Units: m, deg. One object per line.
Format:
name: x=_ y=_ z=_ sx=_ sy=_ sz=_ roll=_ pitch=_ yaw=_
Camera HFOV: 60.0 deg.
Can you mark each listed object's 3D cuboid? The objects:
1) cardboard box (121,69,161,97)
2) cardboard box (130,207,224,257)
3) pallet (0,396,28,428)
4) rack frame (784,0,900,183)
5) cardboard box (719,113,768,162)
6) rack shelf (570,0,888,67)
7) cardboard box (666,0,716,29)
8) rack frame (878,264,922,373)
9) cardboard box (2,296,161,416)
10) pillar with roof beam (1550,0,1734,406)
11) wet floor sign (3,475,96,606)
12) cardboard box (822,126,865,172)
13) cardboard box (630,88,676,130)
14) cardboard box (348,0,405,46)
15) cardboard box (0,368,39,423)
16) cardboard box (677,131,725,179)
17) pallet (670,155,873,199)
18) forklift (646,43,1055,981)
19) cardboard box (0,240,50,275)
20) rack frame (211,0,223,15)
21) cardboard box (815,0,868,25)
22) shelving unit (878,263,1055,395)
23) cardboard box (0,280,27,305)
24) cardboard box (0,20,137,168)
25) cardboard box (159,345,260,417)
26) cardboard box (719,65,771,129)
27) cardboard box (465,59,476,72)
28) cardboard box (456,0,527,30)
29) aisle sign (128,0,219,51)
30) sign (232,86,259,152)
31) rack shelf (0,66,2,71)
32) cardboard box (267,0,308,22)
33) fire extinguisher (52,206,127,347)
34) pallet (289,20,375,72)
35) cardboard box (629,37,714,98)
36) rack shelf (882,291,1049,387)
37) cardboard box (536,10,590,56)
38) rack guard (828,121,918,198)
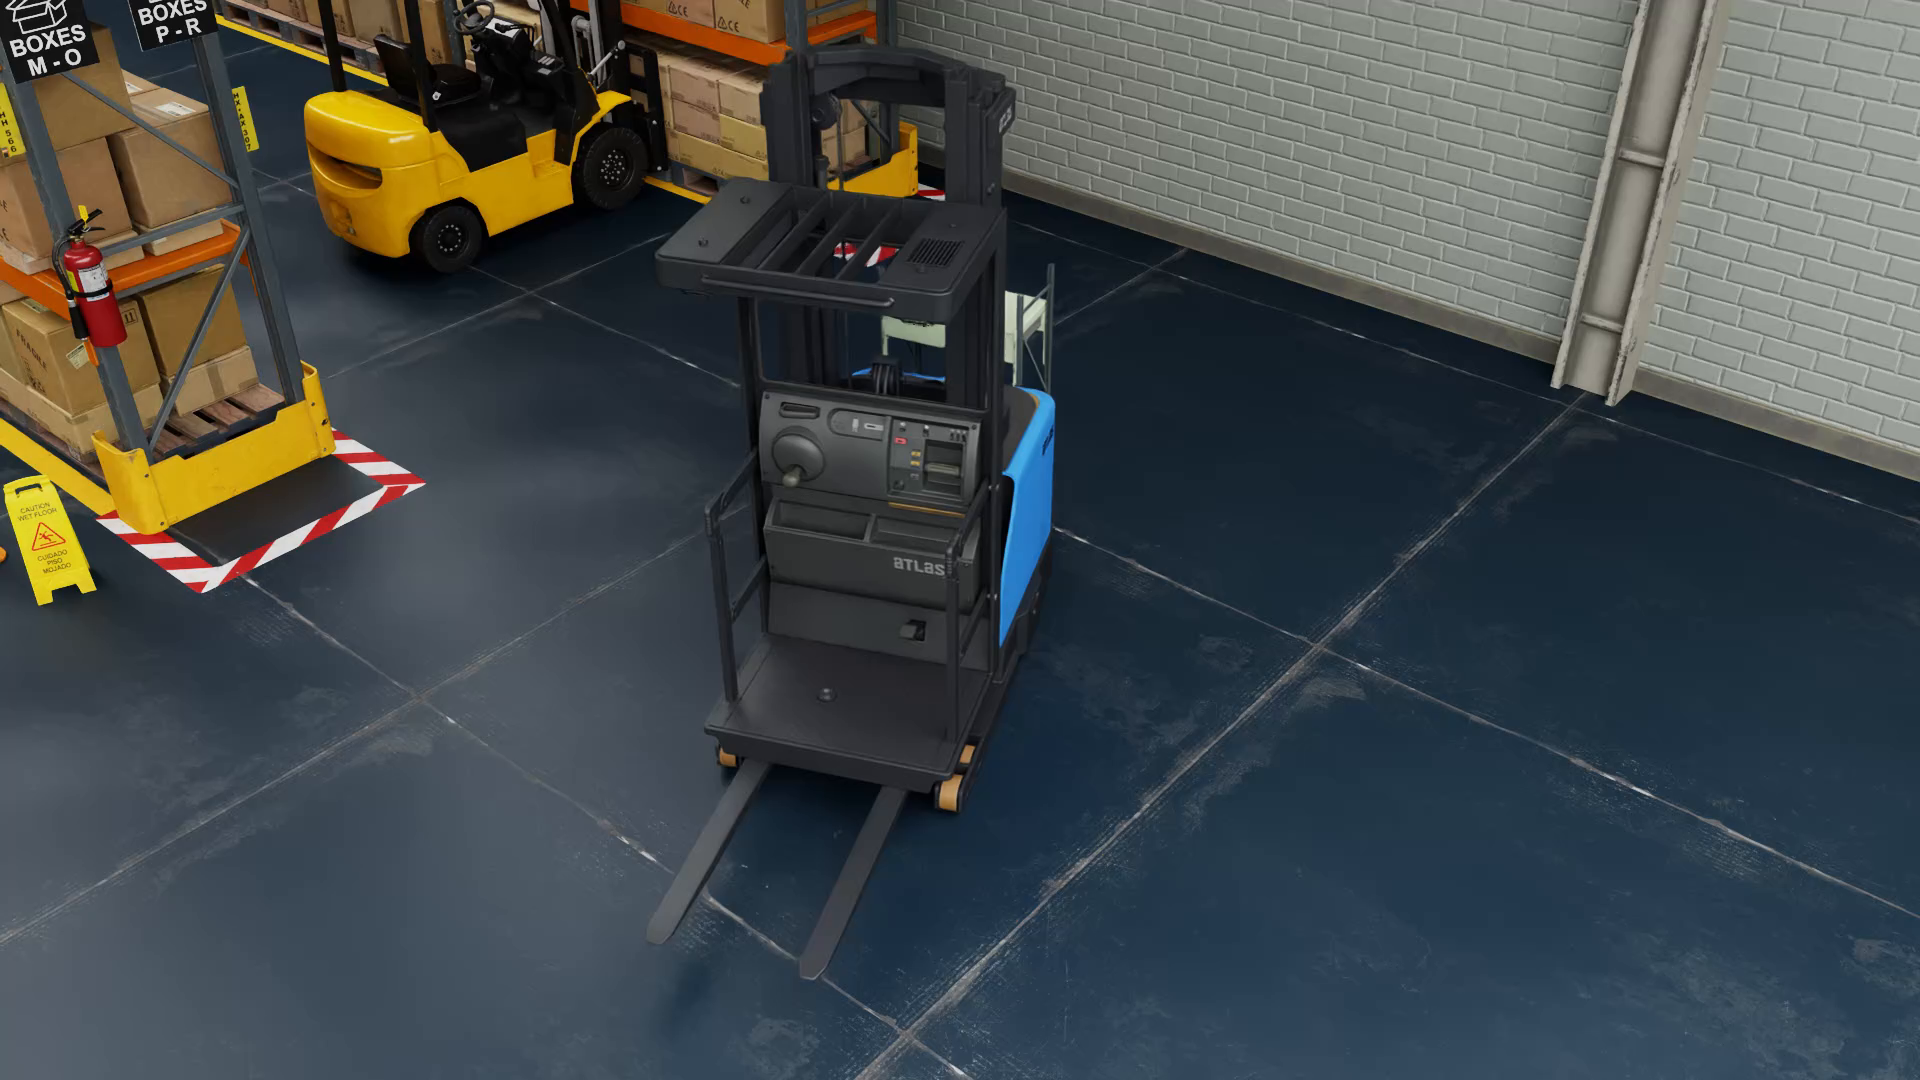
cardboard box: x=-4.574 y=-2.179 z=8.923 sx=0.500 sy=0.500 sz=0.500 roll=27 pitch=43 yaw=33
cardboard box: x=-4.116 y=-1.646 z=8.720 sx=0.250 sy=0.149 sz=0.380 roll=25 pitch=42 yaw=32
pallet: x=-5.581 y=-1.167 z=10.262 sx=1.213 sy=0.211 sz=1.003 roll=25 pitch=42 yaw=32
rack frame: x=-0.815 y=-3.698 z=11.485 sx=0.127 sy=3.000 sz=1.000 roll=25 pitch=42 yaw=32
cardboard box: x=-1.389 y=-2.984 z=12.062 sx=0.500 sy=0.250 sz=0.500 roll=25 pitch=41 yaw=31
rack shelf: x=-2.352 y=-4.126 z=12.743 sx=4.000 sy=0.370 sz=1.077 roll=25 pitch=42 yaw=32
cardboard box: x=-1.754 y=-3.995 z=11.829 sx=0.500 sy=0.500 sz=0.500 roll=27 pitch=43 yaw=33
rack frame: x=-0.297 y=-0.799 z=8.589 sx=0.023 sy=1.500 sz=0.400 roll=15 pitch=37 yaw=21
cardboard box: x=-4.770 y=-1.062 z=9.043 sx=0.500 sy=0.500 sz=0.500 roll=26 pitch=42 yaw=32
pillar with roof beam: x=1.084 y=-2.769 z=4.833 sx=0.400 sy=9.000 sz=9.100 roll=25 pitch=42 yaw=32
wet floor sign: x=-4.526 y=-0.032 z=8.227 sx=0.267 sy=0.644 sz=0.232 roll=-18 pitch=38 yaw=-25
cardboard box: x=-1.067 y=-3.000 z=12.527 sx=0.500 sy=0.250 sz=0.500 roll=25 pitch=42 yaw=32
cardboard box: x=-2.177 y=-3.348 z=12.592 sx=0.500 sy=0.250 sz=0.500 roll=24 pitch=41 yaw=31
cardboard box: x=-4.888 y=-4.809 z=14.830 sx=0.625 sy=0.625 sz=0.875 roll=25 pitch=42 yaw=31
cardboard box: x=-5.174 y=-0.943 z=9.532 sx=0.500 sy=0.250 sz=0.500 roll=25 pitch=42 yaw=32
cardboard box: x=-1.754 y=-2.954 z=12.460 sx=0.500 sy=0.250 sz=0.500 roll=25 pitch=42 yaw=32
pallet: x=-1.429 y=-2.807 z=12.651 sx=1.213 sy=0.211 sz=1.003 roll=25 pitch=42 yaw=32
forklift: x=-0.431 y=-0.303 z=6.603 sx=1.130 sy=2.935 sz=3.031 roll=9 pitch=36 yaw=13
cardboard box: x=-4.678 y=-1.519 z=8.534 sx=0.250 sy=0.149 sz=0.380 roll=25 pitch=42 yaw=31
rack frame: x=-6.963 y=-6.596 z=15.704 sx=0.127 sy=3.000 sz=1.000 roll=25 pitch=42 yaw=32
cardboard box: x=-1.018 y=-4.039 z=11.894 sx=0.500 sy=0.500 sz=0.500 roll=27 pitch=43 yaw=33
shelving unit: x=0.032 y=-0.709 z=8.458 sx=0.755 sy=1.500 sz=0.431 roll=15 pitch=37 yaw=21
cardboard box: x=-5.095 y=-1.434 z=9.010 sx=0.250 sy=0.149 sz=0.380 roll=27 pitch=43 yaw=33
cardboard box: x=-4.520 y=-2.203 z=8.074 sx=0.500 sy=0.500 sz=0.700 roll=24 pitch=41 yaw=31
cardboard box: x=-4.431 y=-0.989 z=9.598 sx=0.500 sy=0.250 sz=0.500 roll=25 pitch=42 yaw=31
cardboard box: x=-1.368 y=-3.181 z=11.907 sx=0.500 sy=0.250 sz=0.500 roll=27 pitch=43 yaw=33
cardboard box: x=-3.729 y=-3.867 z=13.789 sx=0.500 sy=0.250 sz=0.500 roll=26 pitch=42 yaw=32
cardboard box: x=-3.718 y=-4.287 z=13.517 sx=0.500 sy=0.250 sz=0.500 roll=25 pitch=41 yaw=31
aisle sign: x=-3.742 y=-2.721 z=7.766 sx=0.004 sy=0.787 sz=0.394 roll=25 pitch=42 yaw=32
sign: x=-3.641 y=-2.130 z=8.437 sx=0.005 sy=0.325 sz=0.100 roll=25 pitch=42 yaw=32
rack shelf: x=-5.525 y=-3.201 z=8.748 sx=4.000 sy=0.370 sz=1.077 roll=25 pitch=42 yaw=32
cardboard box: x=-5.985 y=-5.325 z=15.580 sx=0.625 sy=0.625 sz=0.875 roll=27 pitch=43 yaw=33
fire extinguisher: x=-4.195 y=-1.263 z=8.008 sx=0.183 sy=0.674 sz=0.296 roll=25 pitch=42 yaw=32
pallet: x=-5.422 y=-4.689 z=15.391 sx=1.213 sy=0.211 sz=1.003 roll=25 pitch=42 yaw=32
cardboard box: x=-2.158 y=-3.542 z=12.432 sx=0.500 sy=0.250 sz=0.500 roll=26 pitch=42 yaw=32
rack shelf: x=0.032 y=-1.031 z=8.237 sx=0.720 sy=0.370 sz=0.431 roll=15 pitch=37 yaw=21
cardboard box: x=-2.941 y=-3.922 z=12.986 sx=0.500 sy=0.250 sz=0.500 roll=27 pitch=43 yaw=33
rack guard: x=-0.796 y=-2.659 z=12.180 sx=0.348 sy=0.500 sz=1.175 roll=25 pitch=42 yaw=32
